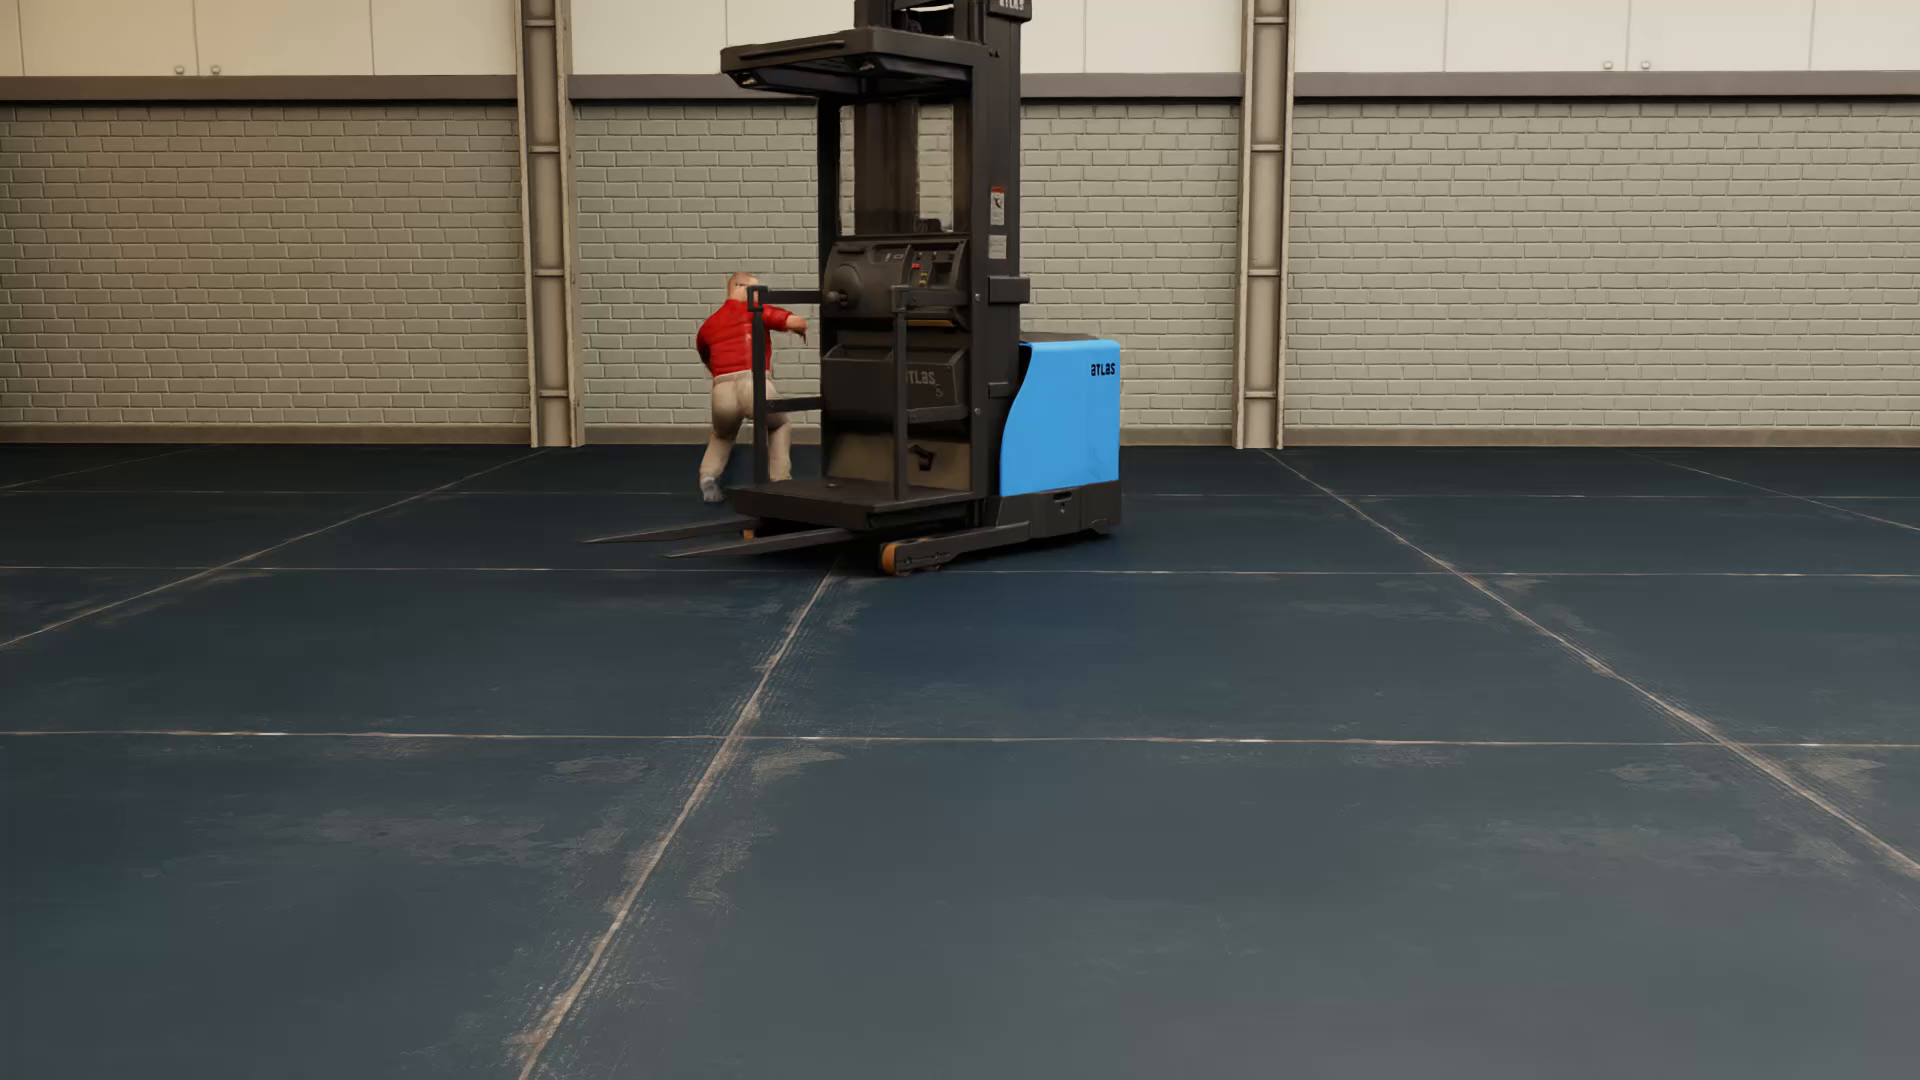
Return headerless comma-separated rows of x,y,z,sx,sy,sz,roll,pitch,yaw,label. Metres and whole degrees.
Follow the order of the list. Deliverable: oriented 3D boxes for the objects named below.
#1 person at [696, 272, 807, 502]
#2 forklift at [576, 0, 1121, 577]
-1.313,-0.966,10.653,0.796,1.485,0.932,2,9,11,person
-0.473,-1.360,8.199,1.130,2.935,3.031,8,12,41,forklift
